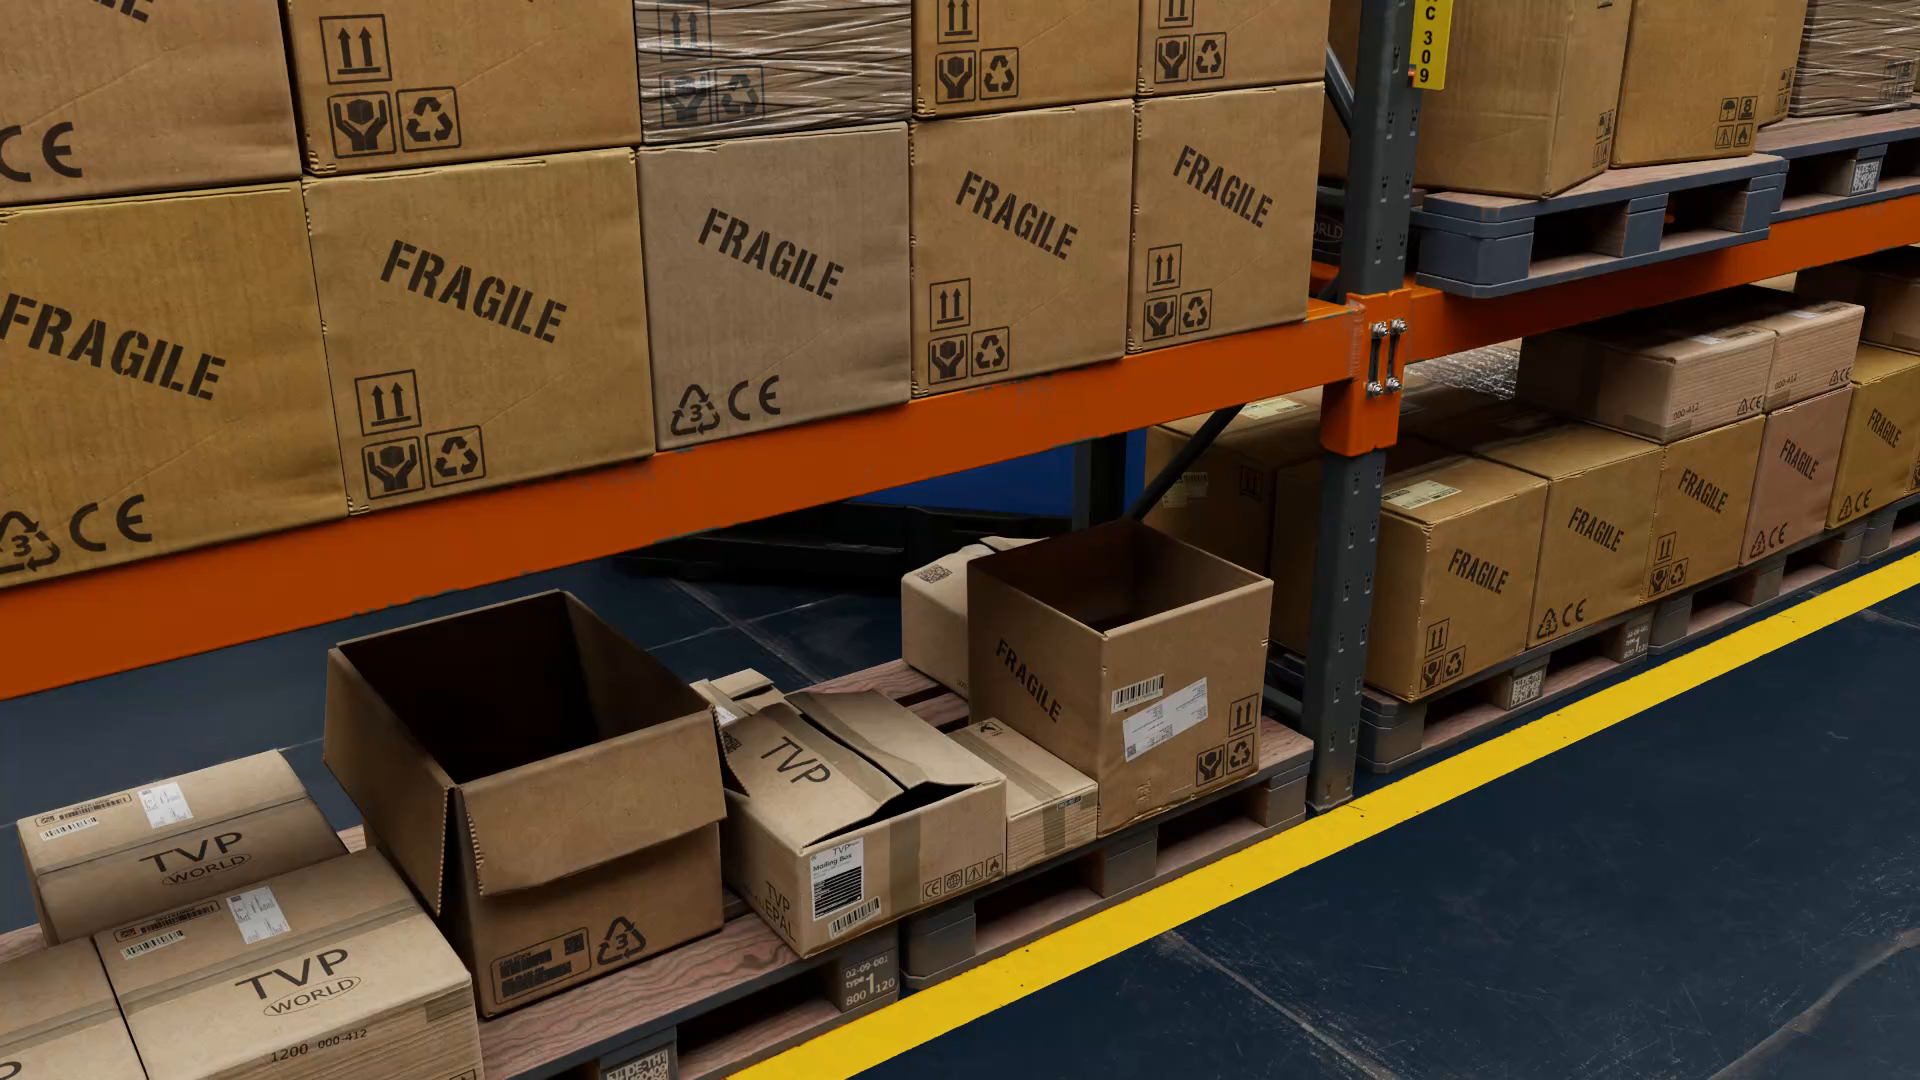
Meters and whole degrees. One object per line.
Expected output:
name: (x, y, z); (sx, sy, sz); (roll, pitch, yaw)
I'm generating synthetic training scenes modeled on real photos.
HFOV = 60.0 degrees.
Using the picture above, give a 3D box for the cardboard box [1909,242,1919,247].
cardboard box: (4.185, -1.098, 6.986); (0.500, 0.311, 0.500); (-14, 26, -31)

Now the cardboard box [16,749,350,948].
cardboard box: (-1.504, 0.684, 3.251); (0.500, 0.250, 0.500); (-15, 26, -33)

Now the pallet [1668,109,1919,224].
pallet: (2.328, -1.220, 5.166); (1.213, 0.211, 1.003); (-15, 26, -33)

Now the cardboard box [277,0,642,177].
cardboard box: (-0.835, -0.860, 2.520); (0.500, 0.500, 0.500); (-15, 26, -33)

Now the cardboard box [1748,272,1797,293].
cardboard box: (3.368, -0.762, 6.539); (0.500, 0.500, 0.500); (-14, 26, -31)

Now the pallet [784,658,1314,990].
pallet: (0.099, 0.578, 4.164); (1.213, 0.211, 1.003); (-15, 26, -33)

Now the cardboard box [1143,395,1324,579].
cardboard box: (0.890, -0.102, 4.884); (0.500, 0.500, 0.500); (-15, 26, -33)

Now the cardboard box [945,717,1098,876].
cardboard box: (0.091, 0.562, 3.694); (0.250, 0.149, 0.380); (-15, 26, -33)

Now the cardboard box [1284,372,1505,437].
cardboard box: (1.296, -0.207, 5.146); (0.500, 0.500, 0.500); (-15, 26, -33)

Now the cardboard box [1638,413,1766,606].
cardboard box: (2.028, -0.165, 5.043); (0.500, 0.500, 0.500); (-15, 26, -32)

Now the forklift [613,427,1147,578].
forklift: (-0.699, -1.419, 5.497); (3.031, 2.935, 1.130); (4, 22, 11)

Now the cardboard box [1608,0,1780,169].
cardboard box: (1.693, -1.311, 4.432); (0.500, 0.500, 0.700); (-10, 24, -25)

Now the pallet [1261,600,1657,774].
pallet: (1.295, 0.242, 5.006); (1.213, 0.211, 1.003); (-15, 26, -33)

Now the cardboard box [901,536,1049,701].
cardboard box: (0.190, 0.204, 4.371); (0.500, 0.311, 0.500); (-15, 26, -33)

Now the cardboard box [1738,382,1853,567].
cardboard box: (2.439, -0.275, 5.316); (0.500, 0.500, 0.500); (-16, 27, -35)

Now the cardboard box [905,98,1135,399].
cardboard box: (-0.017, -0.615, 3.255); (0.500, 0.500, 0.500); (-14, 26, -31)

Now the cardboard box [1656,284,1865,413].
cardboard box: (2.411, -0.614, 5.155); (0.500, 0.250, 0.500); (-16, 26, -34)

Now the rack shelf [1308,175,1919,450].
rack shelf: (2.280, -0.965, 5.237); (4.000, 0.370, 1.077); (-15, 26, -33)

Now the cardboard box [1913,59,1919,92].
cardboard box: (3.459, -1.803, 5.666); (0.700, 0.500, 0.500); (14, 26, 32)

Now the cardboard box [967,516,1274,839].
cardboard box: (0.360, 0.299, 3.878); (0.500, 0.500, 0.500); (-15, 26, -33)

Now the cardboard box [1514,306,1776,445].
cardboard box: (2.004, -0.505, 4.883); (0.500, 0.250, 0.500); (-15, 26, -33)

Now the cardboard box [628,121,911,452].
cardboard box: (-0.432, -0.503, 2.975); (0.500, 0.500, 0.500); (-14, 26, -32)

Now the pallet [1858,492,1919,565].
pallet: (3.276, -0.286, 6.329); (1.213, 0.211, 1.003); (-15, 26, -33)

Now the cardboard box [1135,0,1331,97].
cardboard box: (0.398, -1.189, 3.346); (0.500, 0.500, 0.500); (-15, 26, -33)

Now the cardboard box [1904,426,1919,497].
cardboard box: (3.282, -0.502, 5.886); (0.500, 0.500, 0.500); (-14, 26, -31)

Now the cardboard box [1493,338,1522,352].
cardboard box: (2.115, -0.426, 5.696); (0.500, 0.500, 0.500); (-16, 27, -35)

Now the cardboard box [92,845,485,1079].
cardboard box: (-1.171, 0.824, 2.901); (0.500, 0.250, 0.500); (-15, 26, -33)

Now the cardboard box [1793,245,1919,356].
cardboard box: (3.239, -0.837, 5.713); (0.500, 0.250, 0.500); (-14, 26, -31)

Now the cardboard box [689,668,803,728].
cardboard box: (-0.506, 0.462, 3.921); (0.250, 0.166, 0.380); (-15, 26, -33)

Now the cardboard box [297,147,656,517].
cardboard box: (-0.844, -0.392, 2.696); (0.500, 0.500, 0.500); (-15, 26, -32)

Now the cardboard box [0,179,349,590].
cardboard box: (-1.251, -0.284, 2.427); (0.500, 0.500, 0.500); (-15, 26, -33)

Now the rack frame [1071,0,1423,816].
rack frame: (0.657, -0.866, 4.019); (0.127, 3.000, 1.000); (-15, 26, -33)

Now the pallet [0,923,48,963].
pallet: (-1.882, 1.106, 2.841); (1.213, 0.211, 1.003); (-15, 26, -33)

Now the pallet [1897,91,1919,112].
pallet: (3.395, -1.475, 5.804); (1.003, 0.211, 1.213); (-15, 26, -33)

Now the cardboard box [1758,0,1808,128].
cardboard box: (2.055, -1.508, 4.927); (0.700, 0.500, 0.500); (17, 27, 36)

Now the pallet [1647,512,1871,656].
pallet: (2.286, -0.024, 5.671); (1.213, 0.211, 1.003); (-15, 26, -33)

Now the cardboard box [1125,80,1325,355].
cardboard box: (0.401, -0.727, 3.536); (0.500, 0.500, 0.500); (-14, 26, -32)

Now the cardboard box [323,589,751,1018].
cardboard box: (-0.865, 0.497, 3.377); (0.637, 0.503, 0.797); (-15, 26, -33)

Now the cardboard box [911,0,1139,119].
cardboard box: (-0.017, -1.078, 3.066); (0.500, 0.500, 0.500); (-16, 27, -34)

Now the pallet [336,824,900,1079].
pallet: (-0.892, 0.843, 3.498); (1.213, 0.211, 1.003); (-15, 26, -33)

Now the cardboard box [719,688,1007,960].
cardboard box: (-0.249, 0.550, 3.506); (0.500, 0.311, 0.500); (-15, 26, -33)

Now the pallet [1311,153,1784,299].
pallet: (1.369, -0.917, 4.406); (1.213, 0.211, 1.003); (-15, 26, -33)

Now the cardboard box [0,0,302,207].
cardboard box: (-1.247, -0.750, 2.244); (0.500, 0.500, 0.500); (-15, 26, -32)

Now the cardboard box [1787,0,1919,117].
cardboard box: (2.605, -1.662, 5.314); (0.500, 0.500, 0.700); (-10, 24, -23)

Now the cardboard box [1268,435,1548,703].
cardboard box: (1.192, 0.059, 4.479); (0.500, 0.500, 0.500); (-16, 27, -35)

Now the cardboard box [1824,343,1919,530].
cardboard box: (2.862, -0.390, 5.606); (0.500, 0.500, 0.500); (-16, 27, -35)

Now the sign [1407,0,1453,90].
sign: (0.980, -1.106, 3.454); (0.005, 0.325, 0.100); (-15, 26, -33)

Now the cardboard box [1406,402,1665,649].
cardboard box: (1.618, -0.059, 4.777); (0.500, 0.500, 0.500); (-14, 26, -32)

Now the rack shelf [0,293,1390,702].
rack shelf: (-0.966, -0.099, 3.067); (4.000, 0.370, 1.077); (-15, 26, -33)

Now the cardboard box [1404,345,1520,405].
cardboard box: (1.704, -0.315, 5.418); (0.500, 0.500, 0.500); (-15, 26, -32)

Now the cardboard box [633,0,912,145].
cardboard box: (-0.426, -0.969, 2.793); (0.500, 0.500, 0.500); (-15, 26, -32)

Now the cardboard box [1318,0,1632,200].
cardboard box: (1.172, -1.143, 4.011); (0.700, 0.500, 0.500); (14, 26, 32)

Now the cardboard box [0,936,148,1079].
cardboard box: (-1.577, 0.932, 2.630); (0.500, 0.250, 0.500); (-15, 26, -33)
